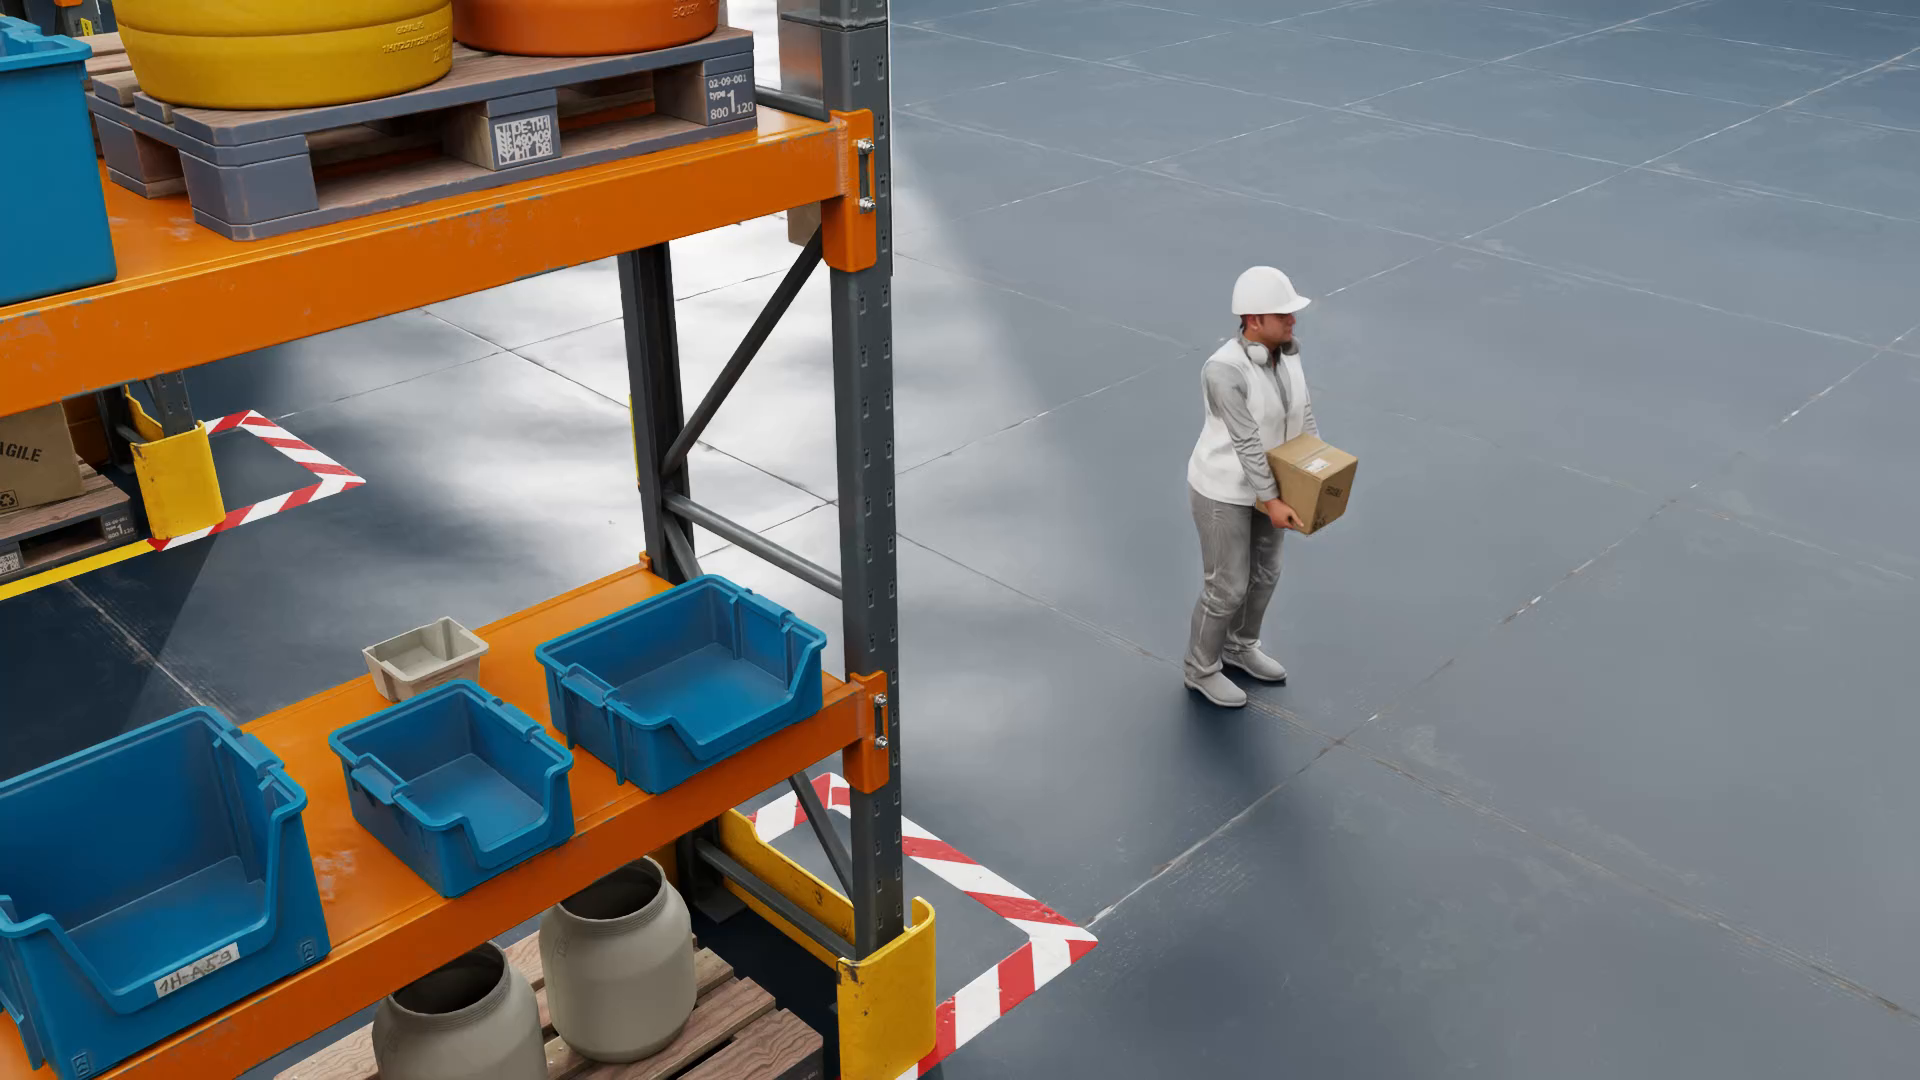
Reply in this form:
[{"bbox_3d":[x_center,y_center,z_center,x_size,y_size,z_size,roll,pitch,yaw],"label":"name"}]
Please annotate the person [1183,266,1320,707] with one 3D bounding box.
[{"bbox_3d":[1.181,-0.187,6.455,0.554,1.772,0.495,24,36,38],"label":"person"}]
